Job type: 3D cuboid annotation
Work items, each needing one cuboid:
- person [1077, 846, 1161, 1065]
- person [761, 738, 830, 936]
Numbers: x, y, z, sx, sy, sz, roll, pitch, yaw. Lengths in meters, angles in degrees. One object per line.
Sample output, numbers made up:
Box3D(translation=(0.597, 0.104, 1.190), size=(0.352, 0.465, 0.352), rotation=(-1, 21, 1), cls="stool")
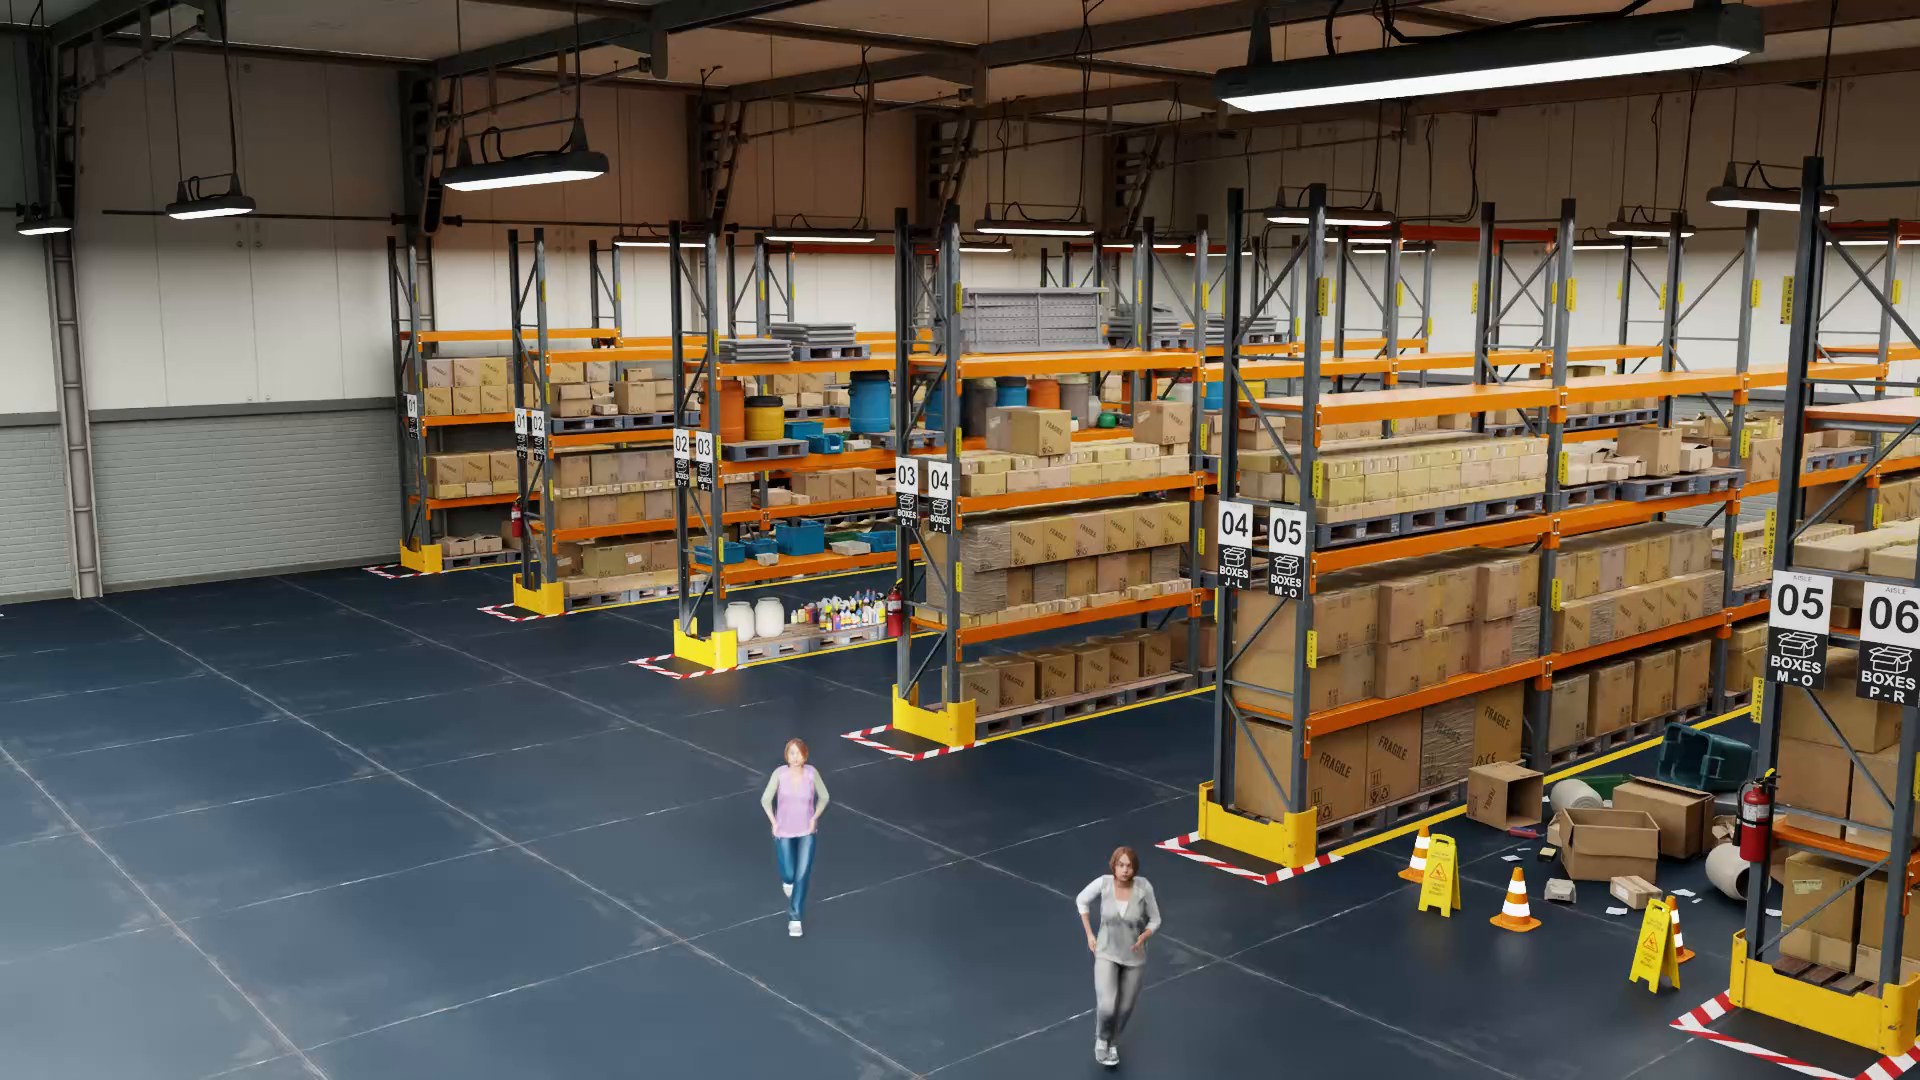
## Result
Box3D(translation=(1.024, 2.739, 10.864), size=(0.497, 1.556, 0.619), rotation=(0, 9, -1), cls="person")
Box3D(translation=(-1.322, 2.351, 13.416), size=(0.554, 1.552, 0.679), rotation=(-1, 9, -9), cls="person")
